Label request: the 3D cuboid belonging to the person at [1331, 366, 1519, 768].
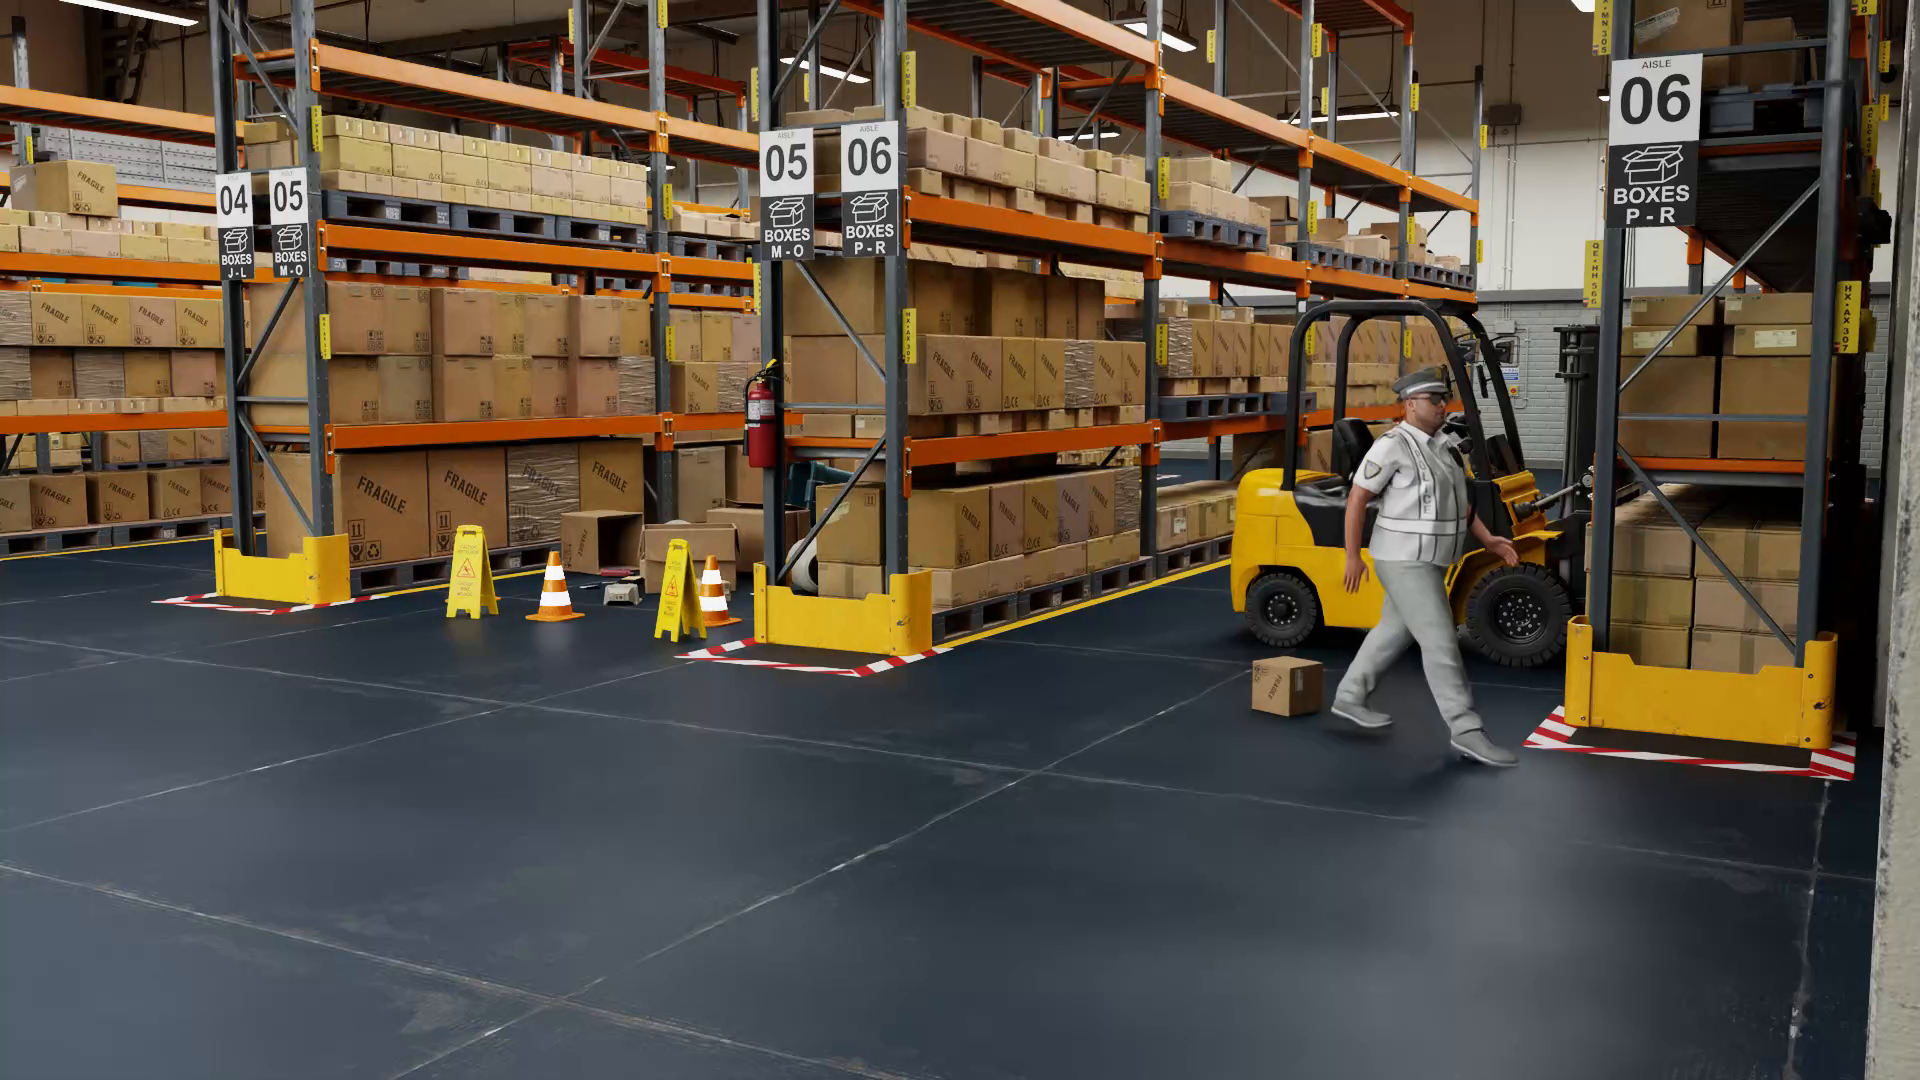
[{"bbox_3d":[2.146,0.086,7.620,1.003,1.757,0.585,5,8,41],"label":"person"}]
